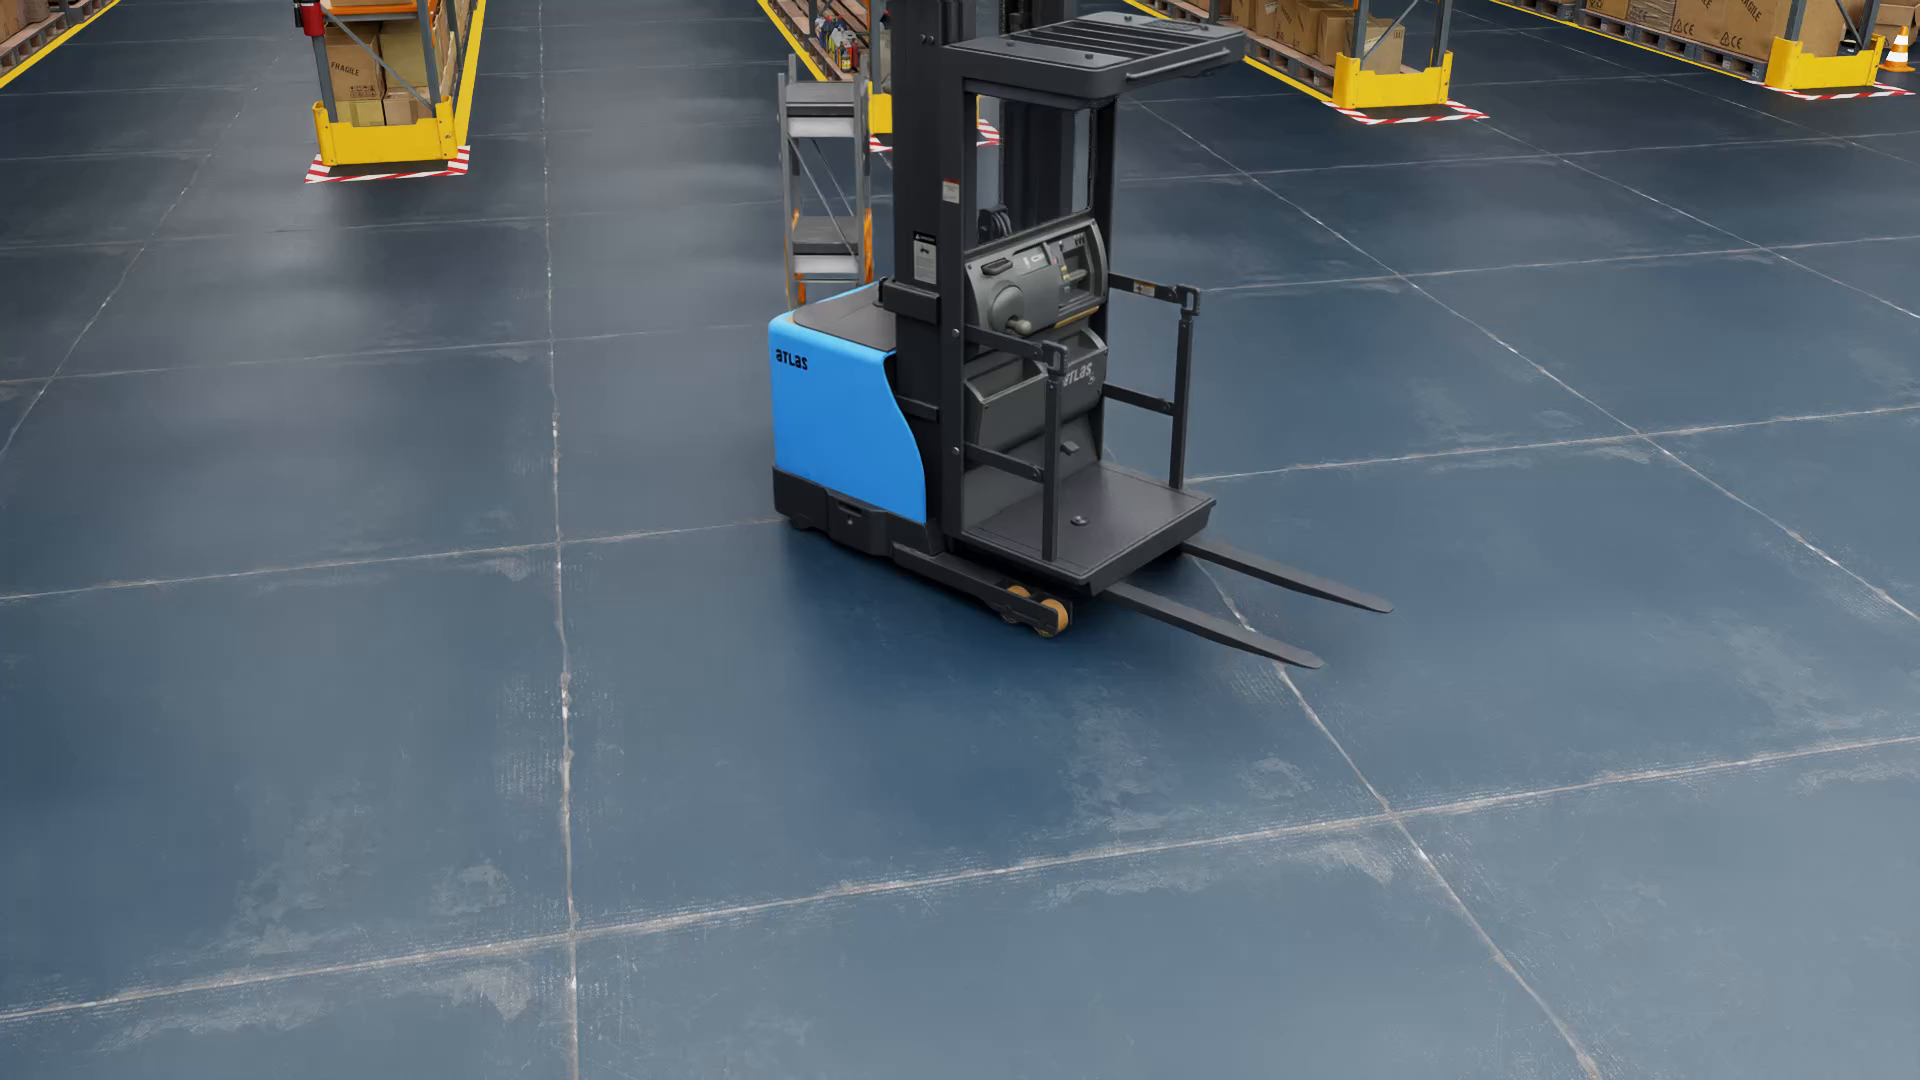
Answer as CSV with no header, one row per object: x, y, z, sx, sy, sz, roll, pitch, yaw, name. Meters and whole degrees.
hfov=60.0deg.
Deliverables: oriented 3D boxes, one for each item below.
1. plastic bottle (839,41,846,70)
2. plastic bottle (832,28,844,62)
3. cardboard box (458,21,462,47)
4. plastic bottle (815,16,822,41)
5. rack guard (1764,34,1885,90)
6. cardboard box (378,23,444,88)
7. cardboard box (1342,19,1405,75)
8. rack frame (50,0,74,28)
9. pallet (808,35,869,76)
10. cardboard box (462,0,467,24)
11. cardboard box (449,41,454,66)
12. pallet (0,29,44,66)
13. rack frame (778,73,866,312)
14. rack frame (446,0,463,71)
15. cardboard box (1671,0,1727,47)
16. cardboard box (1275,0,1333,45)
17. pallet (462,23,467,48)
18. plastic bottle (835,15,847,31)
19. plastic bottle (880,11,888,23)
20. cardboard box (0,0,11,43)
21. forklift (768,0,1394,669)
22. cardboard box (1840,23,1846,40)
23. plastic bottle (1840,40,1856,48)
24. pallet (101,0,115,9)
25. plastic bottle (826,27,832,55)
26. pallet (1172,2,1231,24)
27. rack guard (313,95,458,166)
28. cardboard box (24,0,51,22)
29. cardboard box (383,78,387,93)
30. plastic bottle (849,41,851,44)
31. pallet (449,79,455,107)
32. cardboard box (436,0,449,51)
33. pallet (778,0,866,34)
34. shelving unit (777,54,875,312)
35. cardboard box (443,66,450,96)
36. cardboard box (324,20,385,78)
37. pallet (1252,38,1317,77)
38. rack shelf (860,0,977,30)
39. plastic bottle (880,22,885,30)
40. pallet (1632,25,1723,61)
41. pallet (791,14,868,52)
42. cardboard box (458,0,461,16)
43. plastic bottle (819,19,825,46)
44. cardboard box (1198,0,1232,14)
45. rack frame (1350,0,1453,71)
-1.246,-5.130,17.610,0.061,0.283,0.133,-5,27,-10,plastic bottle
-1.305,-5.357,17.986,0.144,0.351,0.185,-5,27,-9,plastic bottle
-5.939,-5.751,18.902,0.500,0.250,0.500,-7,28,-13,cardboard box
-1.618,-5.885,19.120,0.097,0.271,0.097,0,27,0,plastic bottle
9.325,-5.170,17.939,1.175,0.500,0.348,-6,27,-12,rack guard
-5.207,-4.605,15.799,0.500,0.500,0.500,-6,27,-12,cardboard box
4.340,-5.185,17.502,0.500,0.500,0.500,-1,27,-2,cardboard box
-11.816,-7.841,20.455,1.000,3.000,0.127,-6,27,-12,rack frame
-1.152,-5.547,19.005,1.003,0.211,1.213,-6,27,-12,pallet
-6.286,-6.427,20.239,0.500,0.250,0.500,-5,27,-11,cardboard box
-5.669,-5.147,17.705,0.500,0.250,0.500,-6,27,-12,cardboard box
-11.370,-5.718,19.345,1.003,0.211,1.213,-6,27,-12,pallet
-0.686,-1.329,8.553,0.400,2.100,0.015,0,27,1,rack frame
-6.090,-6.589,17.976,1.000,3.000,0.127,-6,27,-12,rack frame
8.902,-6.213,19.122,0.875,0.875,0.875,-6,27,-12,cardboard box
3.967,-5.970,19.058,0.500,0.500,0.500,-8,28,-16,cardboard box
-6.572,-6.201,20.300,1.003,0.211,1.213,-6,27,-12,pallet
-1.345,-5.723,18.710,0.144,0.351,0.185,-6,27,-12,plastic bottle
-0.837,-5.851,18.965,0.144,0.351,0.185,-7,28,-13,plastic bottle
-11.338,-5.936,18.968,0.700,0.500,0.500,-6,27,-11,cardboard box
0.509,-1.146,7.268,3.031,2.935,1.130,21,34,35,forklift
10.600,-6.265,20.367,0.396,0.266,0.258,-1,27,-3,cardboard box
10.720,-5.979,20.029,0.133,0.061,0.283,-16,31,-29,plastic bottle
-12.192,-7.484,22.843,1.003,0.211,1.213,-6,27,-12,pallet
-1.446,-5.518,18.380,0.061,0.283,0.133,-5,27,-9,plastic bottle
3.386,-6.690,21.271,1.003,0.211,1.213,-6,27,-12,pallet
-5.183,-3.707,15.039,1.175,0.500,0.348,-6,27,-12,rack guard
-11.603,-6.610,20.304,0.700,0.500,0.500,-6,27,-11,cardboard box
-5.721,-4.217,15.861,0.500,0.250,0.500,-6,27,-12,cardboard box
-1.197,-5.322,18.082,0.097,0.201,0.097,0,27,0,plastic bottle
-5.673,-4.454,16.841,1.003,0.211,1.213,-6,27,-12,pallet
-5.554,-5.263,17.101,0.500,0.500,0.500,-6,27,-12,cardboard box
-1.756,-6.723,21.336,1.003,0.211,1.213,-6,27,-12,pallet
-0.682,-1.439,8.771,0.431,2.100,0.503,0,27,1,shelving unit
-5.321,-4.490,16.402,0.500,0.250,0.500,-6,27,-12,cardboard box
-5.839,-4.771,16.126,0.500,0.500,0.500,-6,27,-12,cardboard box
4.027,-5.521,18.954,1.003,0.211,1.213,-6,27,-12,pallet
-0.812,-5.891,17.392,1.077,0.370,4.000,-6,27,-12,rack shelf
-0.932,-5.707,18.763,0.152,0.276,0.135,-6,27,-12,plastic bottle
8.791,-5.930,19.764,1.003,0.211,1.213,-6,27,-12,pallet
-1.478,-6.187,20.273,1.003,0.211,1.213,-6,27,-12,pallet
-6.048,-6.227,19.221,0.500,0.311,0.500,-6,27,-12,cardboard box
-1.519,-5.748,18.843,0.152,0.276,0.135,-5,27,-10,plastic bottle
3.445,-6.946,20.968,0.700,0.500,0.500,-8,28,-16,cardboard box
4.464,-5.838,16.487,1.000,3.000,0.127,-6,27,-12,rack frame
